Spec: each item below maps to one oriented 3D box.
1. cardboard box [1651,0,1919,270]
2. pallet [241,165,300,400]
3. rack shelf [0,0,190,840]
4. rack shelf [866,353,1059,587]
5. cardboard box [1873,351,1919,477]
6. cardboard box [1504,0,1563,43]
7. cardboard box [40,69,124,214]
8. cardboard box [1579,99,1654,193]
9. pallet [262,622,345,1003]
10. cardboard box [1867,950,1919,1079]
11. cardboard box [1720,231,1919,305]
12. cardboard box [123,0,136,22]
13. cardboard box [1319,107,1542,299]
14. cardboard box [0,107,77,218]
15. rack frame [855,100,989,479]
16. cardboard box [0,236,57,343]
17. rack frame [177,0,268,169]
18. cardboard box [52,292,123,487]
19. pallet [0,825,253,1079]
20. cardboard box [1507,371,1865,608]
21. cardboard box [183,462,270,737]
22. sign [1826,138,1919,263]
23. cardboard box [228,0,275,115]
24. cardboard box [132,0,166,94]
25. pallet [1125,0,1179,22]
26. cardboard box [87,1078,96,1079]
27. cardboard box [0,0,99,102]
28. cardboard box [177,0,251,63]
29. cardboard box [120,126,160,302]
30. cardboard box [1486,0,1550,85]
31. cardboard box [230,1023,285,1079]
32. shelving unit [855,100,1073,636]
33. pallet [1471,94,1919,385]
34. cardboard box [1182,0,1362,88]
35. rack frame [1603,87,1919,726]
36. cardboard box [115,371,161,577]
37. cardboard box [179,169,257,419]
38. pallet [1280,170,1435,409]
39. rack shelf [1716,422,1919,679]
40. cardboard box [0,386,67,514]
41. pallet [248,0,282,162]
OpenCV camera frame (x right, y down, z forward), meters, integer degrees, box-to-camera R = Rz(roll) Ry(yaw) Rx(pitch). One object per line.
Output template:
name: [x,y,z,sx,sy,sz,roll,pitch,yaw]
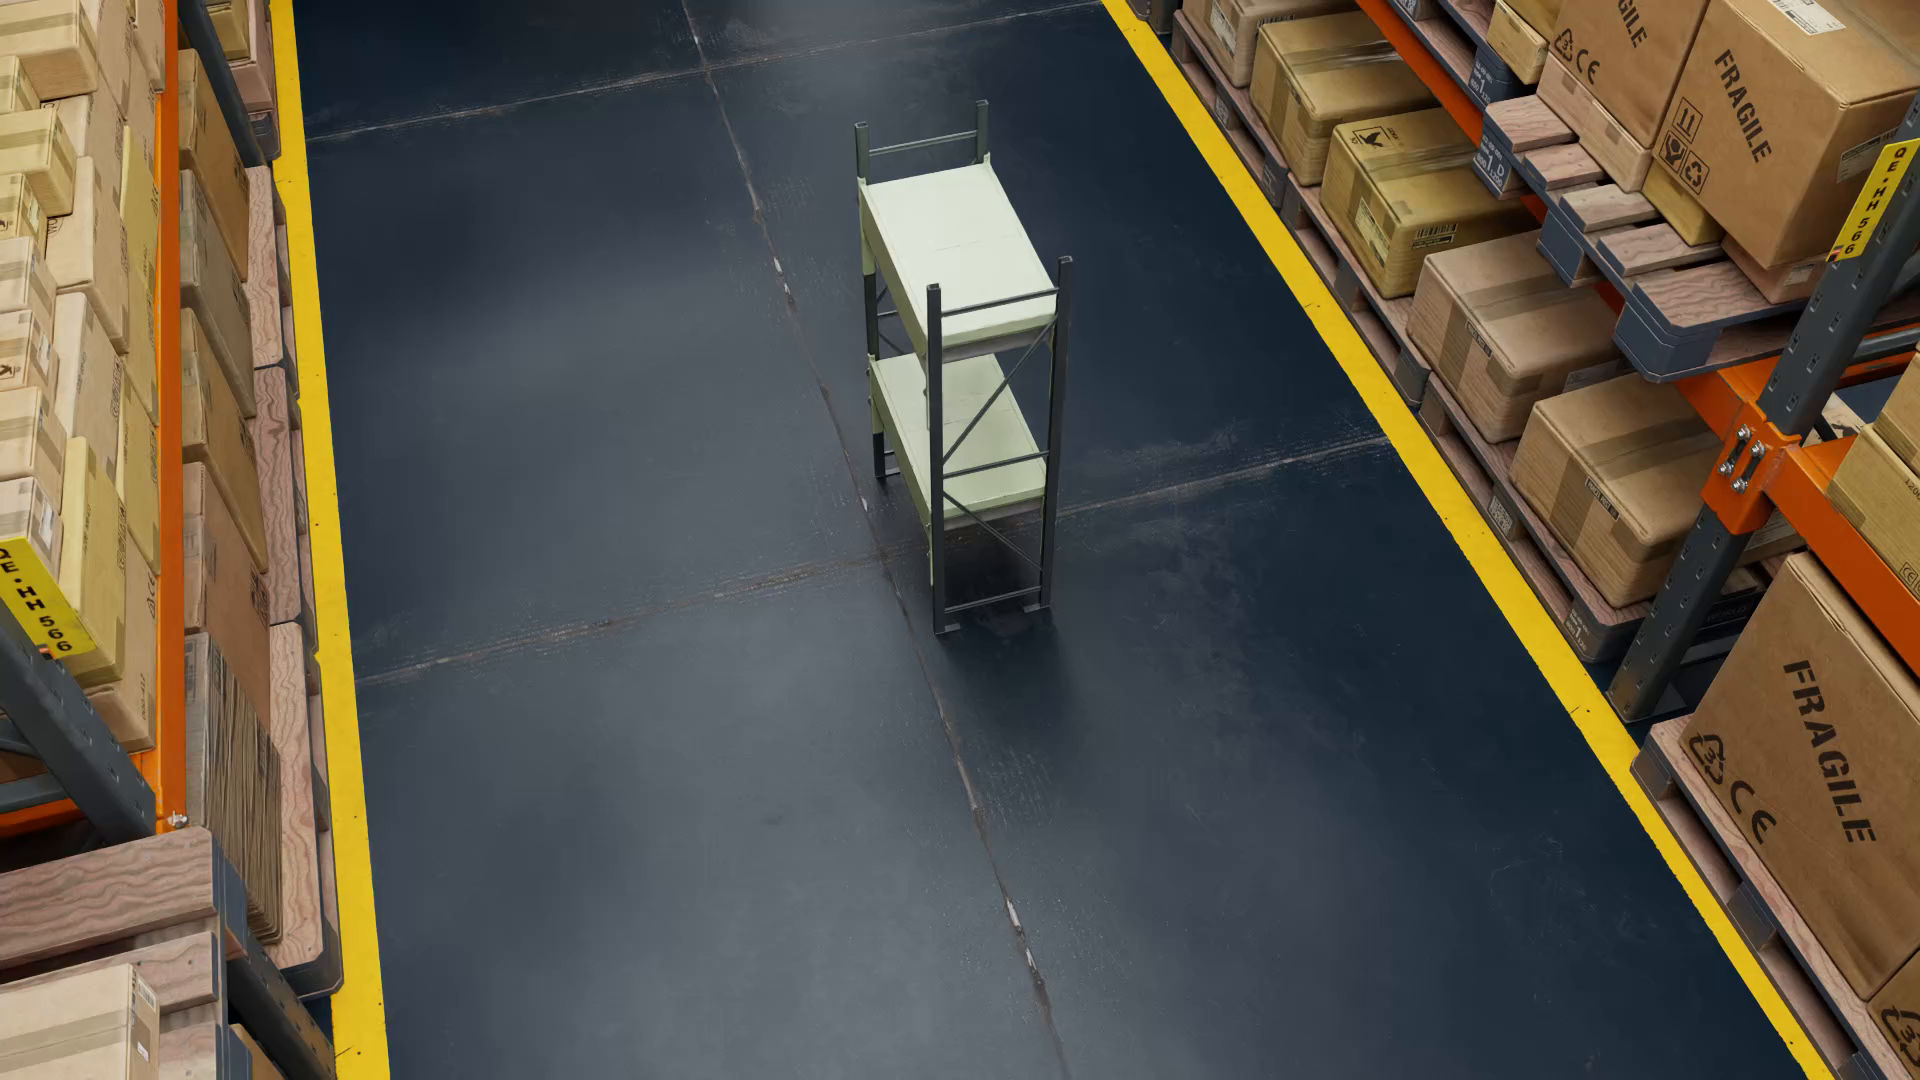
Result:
cardboard box: [2.160,-1.070,4.156,0.500,0.500,0.500,-15,51,-12]
pallet: [-3.109,-0.906,6.376,1.003,0.211,1.213,-13,51,-11]
rack shelf: [-2.772,-0.642,4.800,1.077,0.370,4.000,-13,51,-11]
rack shelf: [-0.002,-0.278,5.430,0.431,0.370,0.720,-13,51,-11]
cardboard box: [2.474,-0.225,3.749,0.500,0.250,0.500,-14,51,-11]
cardboard box: [1.846,-1.814,4.783,0.500,0.500,0.500,-16,52,-13]
cardboard box: [-2.538,-1.025,4.423,0.500,0.250,0.500,-13,51,-10]
cardboard box: [1.972,-1.132,4.632,0.380,0.149,0.250,-14,51,-11]
pallet: [-2.387,0.876,4.874,1.003,0.211,1.213,-13,51,-11]
cardboard box: [2.944,1.187,3.902,0.875,0.875,0.875,-13,51,-11]
cardboard box: [2.238,-0.779,4.334,0.380,0.149,0.250,-12,51,-10]
cardboard box: [-2.815,-1.772,5.053,0.500,0.250,0.500,-15,51,-12]
cardboard box: [1.957,-1.333,6.356,0.950,0.372,0.625,-12,51,-10]
cardboard box: [-2.386,-0.894,4.052,0.380,0.149,0.250,-12,51,-10]
rack frame: [-0.110,-0.756,5.406,0.400,1.500,0.023,-13,51,-11]
cardboard box: [-2.264,-0.518,3.735,0.380,0.149,0.250,-13,51,-11]
rack frame: [-3.364,-2.334,5.756,1.000,3.000,0.127,-13,51,-11]
cardboard box: [-2.226,-0.271,3.788,0.500,0.250,0.500,-12,51,-10]
pallet: [-1.913,1.128,2.963,1.213,0.211,1.003,-13,51,-11]
cardboard box: [2.402,-0.241,5.435,0.950,0.372,0.625,-16,52,-13]
cardboard box: [-2.553,0.283,4.828,0.875,0.625,0.625,-12,51,-10]
sign: [2.044,-0.756,3.720,0.100,0.325,0.005,-13,51,-11]
cardboard box: [-3.191,-2.012,7.008,0.500,0.250,0.500,-13,51,-11]
cardboard box: [-2.811,-1.611,5.244,0.500,0.250,0.500,-14,51,-11]
pallet: [1.144,-3.043,8.177,1.003,0.211,1.213,-13,51,-11]
cardboard box: [-1.560,1.197,2.602,0.500,0.250,0.500,-15,52,-13]
cardboard box: [-2.492,-1.274,4.372,0.380,0.149,0.250,-15,51,-12]
cardboard box: [-3.212,-2.168,6.812,0.500,0.250,0.500,-14,51,-11]
cardboard box: [-2.533,-0.866,4.616,0.500,0.250,0.500,-12,51,-10]
cardboard box: [1.811,-1.515,4.955,0.380,0.149,0.250,-13,51,-10]
cardboard box: [-1.851,1.518,3.869,0.500,0.500,0.500,-12,51,-10]
shelving unit: [-0.002,-0.488,5.181,0.431,1.500,0.755,-13,51,-11]
pallet: [2.247,-0.972,4.733,1.213,0.211,1.003,-13,51,-11]
cardboard box: [1.534,-2.365,7.226,0.950,0.372,0.625,-13,51,-11]
rack frame: [2.560,-0.538,4.242,1.000,3.000,0.127,-13,51,-11]
cardboard box: [-2.223,-0.112,3.981,0.500,0.250,0.500,-14,51,-12]
cardboard box: [-2.977,-0.757,5.705,0.875,0.625,0.625,-14,51,-11]
pallet: [1.973,-1.100,6.539,1.003,0.211,1.213,-13,51,-11]
rack shelf: [3.151,1.155,3.285,1.077,0.370,4.000,-13,51,-11]
cardboard box: [-2.074,-0.148,3.423,0.380,0.149,0.250,-12,51,-10]
pallet: [-3.559,-2.026,7.320,1.003,0.211,1.213,-13,51,-11]
